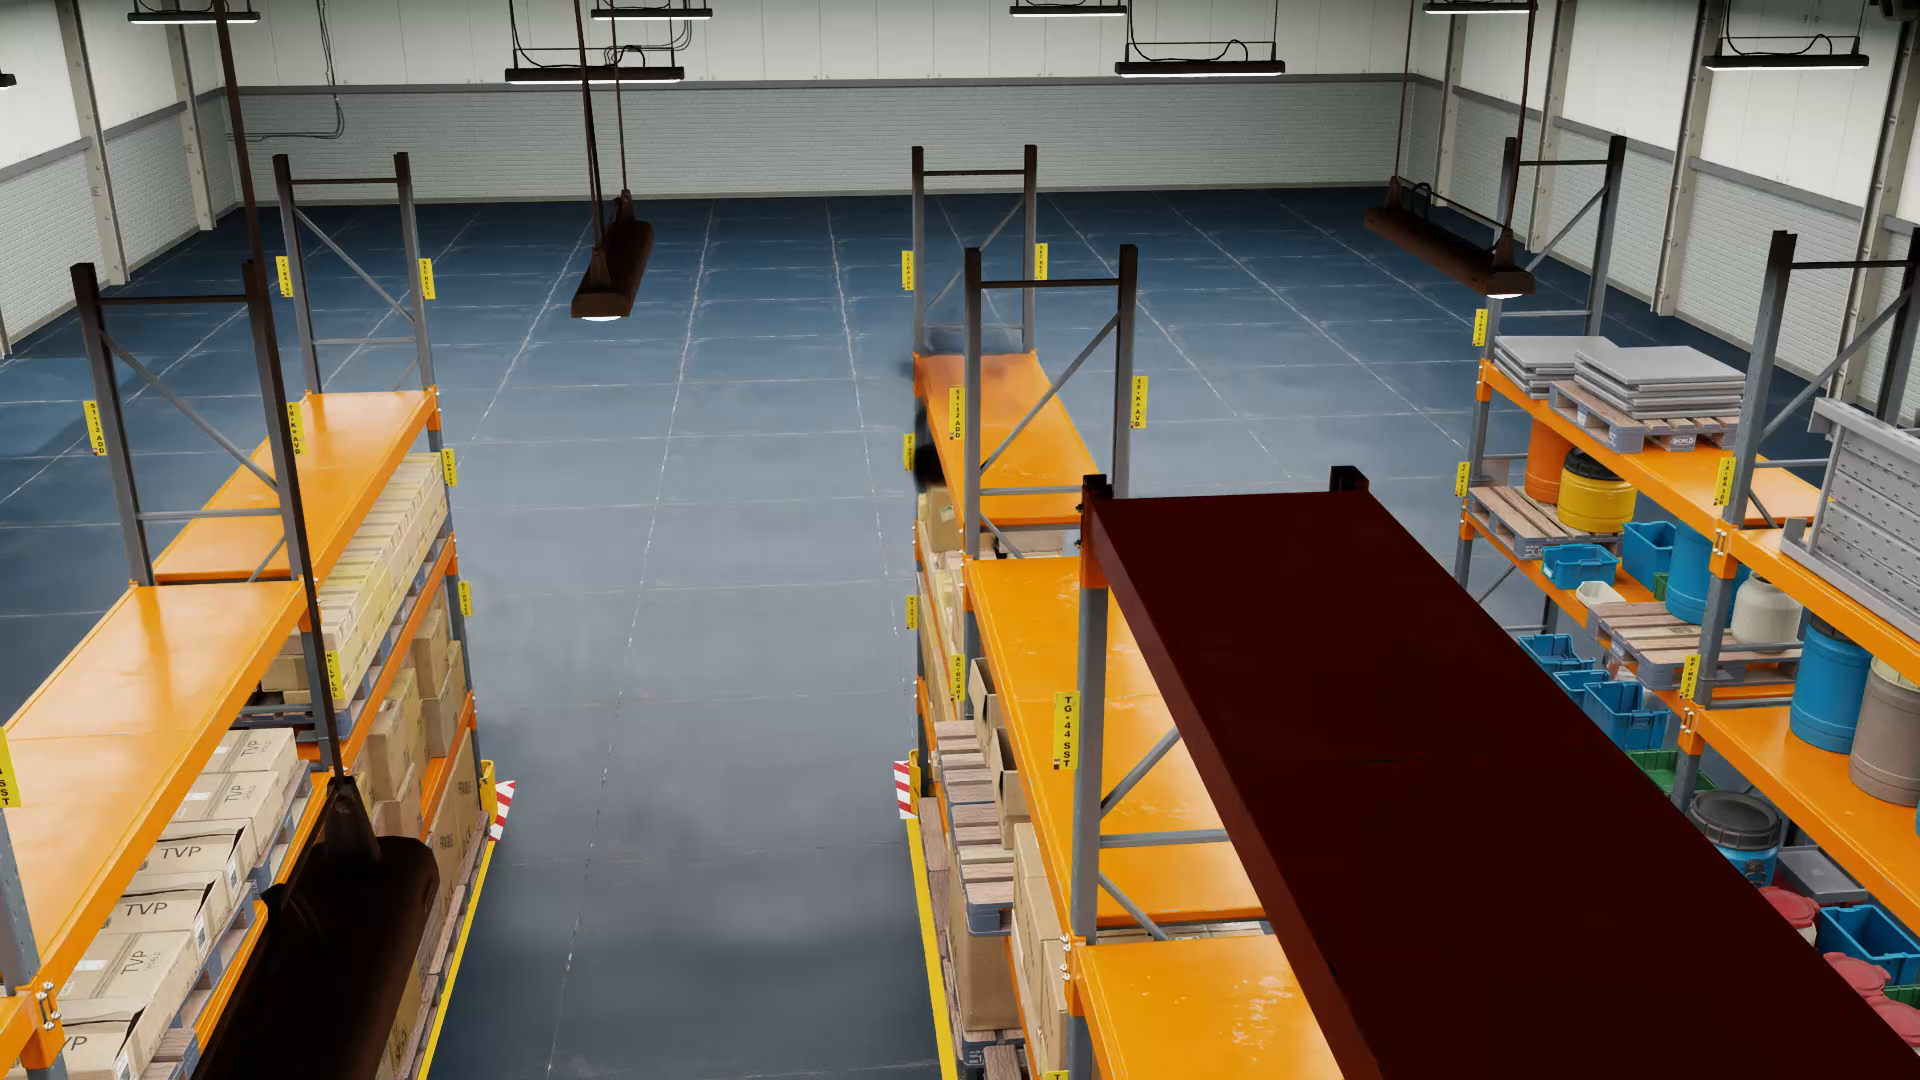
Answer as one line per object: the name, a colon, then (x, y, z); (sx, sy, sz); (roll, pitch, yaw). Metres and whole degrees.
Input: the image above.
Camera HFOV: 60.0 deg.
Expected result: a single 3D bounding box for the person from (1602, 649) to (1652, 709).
person: (6.367, 1.390, 15.792); (0.701, 1.789, 0.851); (-4, 22, -11)
